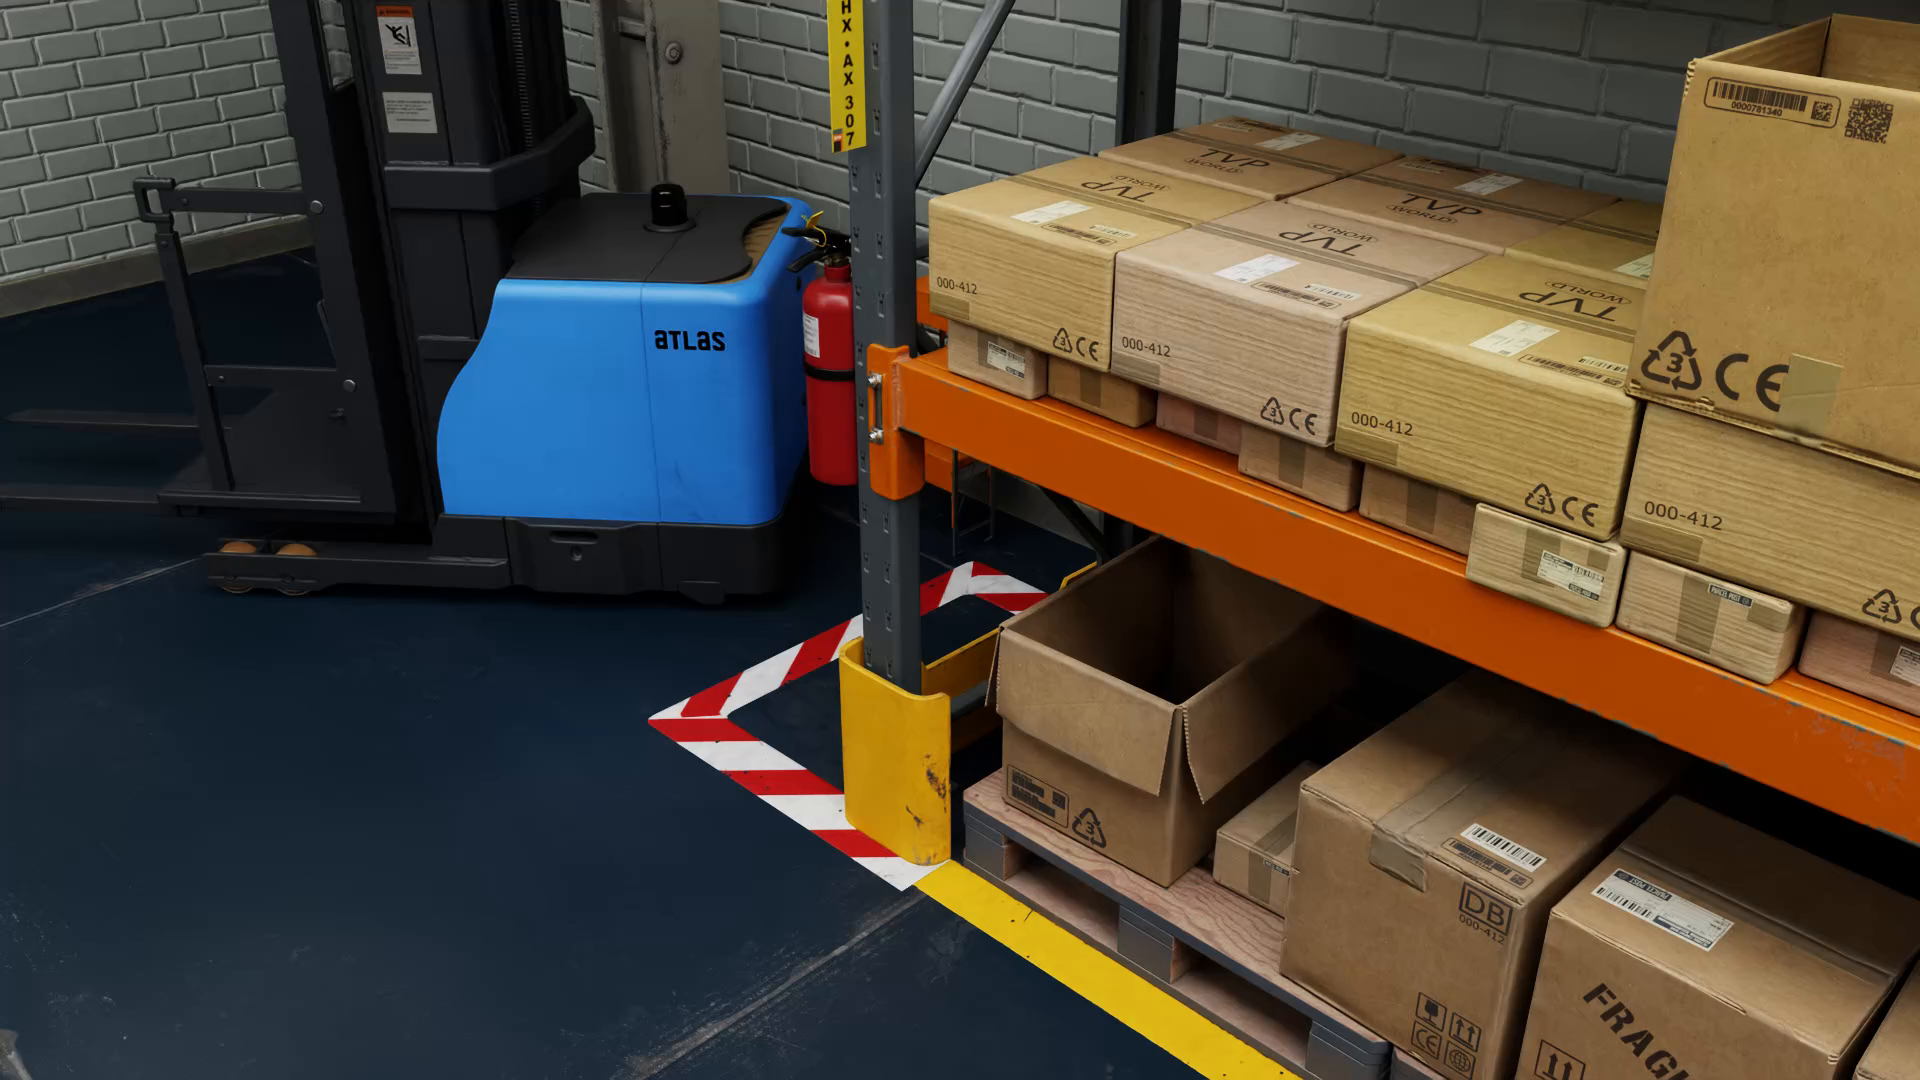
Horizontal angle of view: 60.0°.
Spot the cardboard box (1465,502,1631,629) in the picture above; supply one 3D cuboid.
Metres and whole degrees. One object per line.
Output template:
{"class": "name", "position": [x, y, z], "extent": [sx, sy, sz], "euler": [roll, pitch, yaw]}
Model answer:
{"class": "cardboard box", "position": [1.075, -0.022, 2.839], "extent": [0.250, 0.149, 0.380], "euler": [23, 36, 37]}

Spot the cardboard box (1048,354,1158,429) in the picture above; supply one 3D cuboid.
{"class": "cardboard box", "position": [0.405, -0.391, 3.541], "extent": [0.380, 0.149, 0.250], "euler": [-24, 36, -38]}

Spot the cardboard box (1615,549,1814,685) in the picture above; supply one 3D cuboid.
{"class": "cardboard box", "position": [1.277, 0.057, 2.688], "extent": [0.380, 0.149, 0.250], "euler": [-24, 36, -38]}

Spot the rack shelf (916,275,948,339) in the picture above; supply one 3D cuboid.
{"class": "rack shelf", "position": [-0.038, -0.724, 5.412], "extent": [0.240, 0.259, 0.215], "euler": [25, 36, 38]}

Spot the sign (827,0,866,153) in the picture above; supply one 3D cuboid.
{"class": "sign", "position": [-0.231, -0.971, 3.444], "extent": [0.005, 0.325, 0.100], "euler": [25, 36, 38]}

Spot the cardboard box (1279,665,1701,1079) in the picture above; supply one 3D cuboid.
{"class": "cardboard box", "position": [1.101, 0.675, 3.478], "extent": [0.700, 0.500, 0.500], "euler": [-24, 36, -37]}

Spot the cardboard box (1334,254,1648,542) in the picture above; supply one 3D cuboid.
{"class": "cardboard box", "position": [1.007, -0.267, 2.877], "extent": [0.500, 0.250, 0.500], "euler": [24, 36, 37]}

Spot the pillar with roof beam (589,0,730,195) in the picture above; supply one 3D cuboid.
{"class": "pillar with roof beam", "position": [-4.160, -3.174, 2.117], "extent": [0.400, 9.000, 9.100], "euler": [25, 36, 38]}

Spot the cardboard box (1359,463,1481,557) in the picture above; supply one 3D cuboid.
{"class": "cardboard box", "position": [0.947, -0.129, 3.043], "extent": [0.380, 0.149, 0.250], "euler": [-25, 36, -38]}

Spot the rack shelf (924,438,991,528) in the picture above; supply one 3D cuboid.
{"class": "rack shelf", "position": [-0.038, -0.227, 5.673], "extent": [0.240, 0.259, 0.215], "euler": [25, 36, 38]}

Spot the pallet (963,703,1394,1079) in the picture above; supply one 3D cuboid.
{"class": "pallet", "position": [0.772, 0.751, 4.096], "extent": [1.213, 0.211, 1.003], "euler": [25, 36, 38]}

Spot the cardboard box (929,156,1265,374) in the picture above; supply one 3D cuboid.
{"class": "cardboard box", "position": [0.284, -0.596, 3.502], "extent": [0.500, 0.250, 0.500], "euler": [25, 37, 39]}

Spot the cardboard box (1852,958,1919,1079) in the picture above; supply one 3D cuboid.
{"class": "cardboard box", "position": [1.841, 1.014, 2.834], "extent": [0.500, 0.500, 0.700], "euler": [23, 35, 37]}

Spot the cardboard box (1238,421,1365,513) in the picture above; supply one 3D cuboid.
{"class": "cardboard box", "position": [0.754, -0.214, 3.204], "extent": [0.380, 0.149, 0.250], "euler": [-24, 36, -38]}

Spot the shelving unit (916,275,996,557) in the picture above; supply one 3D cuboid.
{"class": "shelving unit", "position": [-0.038, -0.482, 5.539], "extent": [0.252, 1.050, 0.215], "euler": [25, 36, 38]}

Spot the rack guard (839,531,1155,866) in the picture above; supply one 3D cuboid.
{"class": "rack guard", "position": [0.203, 0.363, 4.523], "extent": [0.348, 0.500, 1.175], "euler": [25, 36, 38]}

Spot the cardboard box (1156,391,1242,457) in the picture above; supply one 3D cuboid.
{"class": "cardboard box", "position": [0.617, -0.317, 3.400], "extent": [0.250, 0.149, 0.380], "euler": [24, 36, 38]}

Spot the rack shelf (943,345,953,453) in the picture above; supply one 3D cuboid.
{"class": "rack shelf", "position": [-0.038, -0.473, 5.544], "extent": [0.240, 0.259, 0.215], "euler": [25, 36, 38]}

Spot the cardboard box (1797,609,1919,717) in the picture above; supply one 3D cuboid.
{"class": "cardboard box", "position": [1.509, 0.118, 2.572], "extent": [0.250, 0.149, 0.380], "euler": [24, 36, 38]}

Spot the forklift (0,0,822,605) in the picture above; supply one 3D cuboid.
{"class": "forklift", "position": [-2.030, -1.358, 5.183], "extent": [3.031, 2.935, 1.130], "euler": [2, 28, 4]}

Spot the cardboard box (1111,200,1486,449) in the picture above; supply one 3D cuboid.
{"class": "cardboard box", "position": [0.643, -0.432, 3.189], "extent": [0.500, 0.250, 0.500], "euler": [-25, 37, -39]}

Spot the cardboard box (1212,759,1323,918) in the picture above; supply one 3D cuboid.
{"class": "cardboard box", "position": [0.794, 0.690, 3.826], "extent": [0.250, 0.149, 0.380], "euler": [23, 35, 37]}

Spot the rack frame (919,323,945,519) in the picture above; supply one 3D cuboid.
{"class": "rack frame", "position": [-0.125, -0.522, 5.615], "extent": [0.008, 1.050, 0.200], "euler": [25, 36, 38]}

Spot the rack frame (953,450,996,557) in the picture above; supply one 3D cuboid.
{"class": "rack frame", "position": [0.049, -0.442, 5.463], "extent": [0.008, 1.050, 0.200], "euler": [25, 36, 38]}

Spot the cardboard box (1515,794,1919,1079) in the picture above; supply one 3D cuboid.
{"class": "cardboard box", "position": [1.408, 0.881, 3.087], "extent": [0.500, 0.500, 0.500], "euler": [-24, 36, -38]}

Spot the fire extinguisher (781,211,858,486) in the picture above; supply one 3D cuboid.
{"class": "fire extinguisher", "position": [-0.280, -0.464, 3.892], "extent": [0.183, 0.674, 0.296], "euler": [25, 36, 38]}

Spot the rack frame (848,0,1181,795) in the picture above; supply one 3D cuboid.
{"class": "rack frame", "position": [0.149, -0.768, 3.988], "extent": [0.127, 3.000, 1.000], "euler": [25, 36, 38]}

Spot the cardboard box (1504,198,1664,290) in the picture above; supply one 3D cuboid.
{"class": "cardboard box", "position": [1.380, -0.440, 3.205], "extent": [0.500, 0.250, 0.500], "euler": [-24, 36, -38]}

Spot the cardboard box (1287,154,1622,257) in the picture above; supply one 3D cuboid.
{"class": "cardboard box", "position": [1.030, -0.603, 3.515], "extent": [0.500, 0.250, 0.500], "euler": [25, 36, 39]}

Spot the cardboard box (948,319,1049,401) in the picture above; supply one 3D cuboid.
{"class": "cardboard box", "position": [0.191, -0.459, 3.669], "extent": [0.250, 0.149, 0.380], "euler": [24, 36, 38]}

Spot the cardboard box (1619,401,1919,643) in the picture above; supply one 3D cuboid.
{"class": "cardboard box", "position": [1.387, -0.108, 2.573], "extent": [0.500, 0.250, 0.500], "euler": [23, 36, 37]}

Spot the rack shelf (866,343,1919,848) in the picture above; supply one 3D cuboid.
{"class": "rack shelf", "position": [1.575, 0.203, 2.914], "extent": [4.000, 0.370, 1.077], "euler": [25, 36, 38]}

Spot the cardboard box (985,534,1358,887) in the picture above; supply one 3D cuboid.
{"class": "cardboard box", "position": [0.519, 0.382, 4.032], "extent": [0.637, 0.503, 0.797], "euler": [23, 35, 37]}

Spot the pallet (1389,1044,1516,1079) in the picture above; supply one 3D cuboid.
{"class": "pallet", "position": [1.638, 1.149, 3.339], "extent": [1.213, 0.211, 1.003], "euler": [25, 36, 38]}

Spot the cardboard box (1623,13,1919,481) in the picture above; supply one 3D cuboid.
{"class": "cardboard box", "position": [1.353, -0.439, 2.397], "extent": [0.500, 0.500, 0.500], "euler": [-24, 36, -38]}

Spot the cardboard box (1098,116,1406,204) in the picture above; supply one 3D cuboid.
{"class": "cardboard box", "position": [0.663, -0.772, 3.836], "extent": [0.500, 0.250, 0.500], "euler": [-24, 36, -38]}
